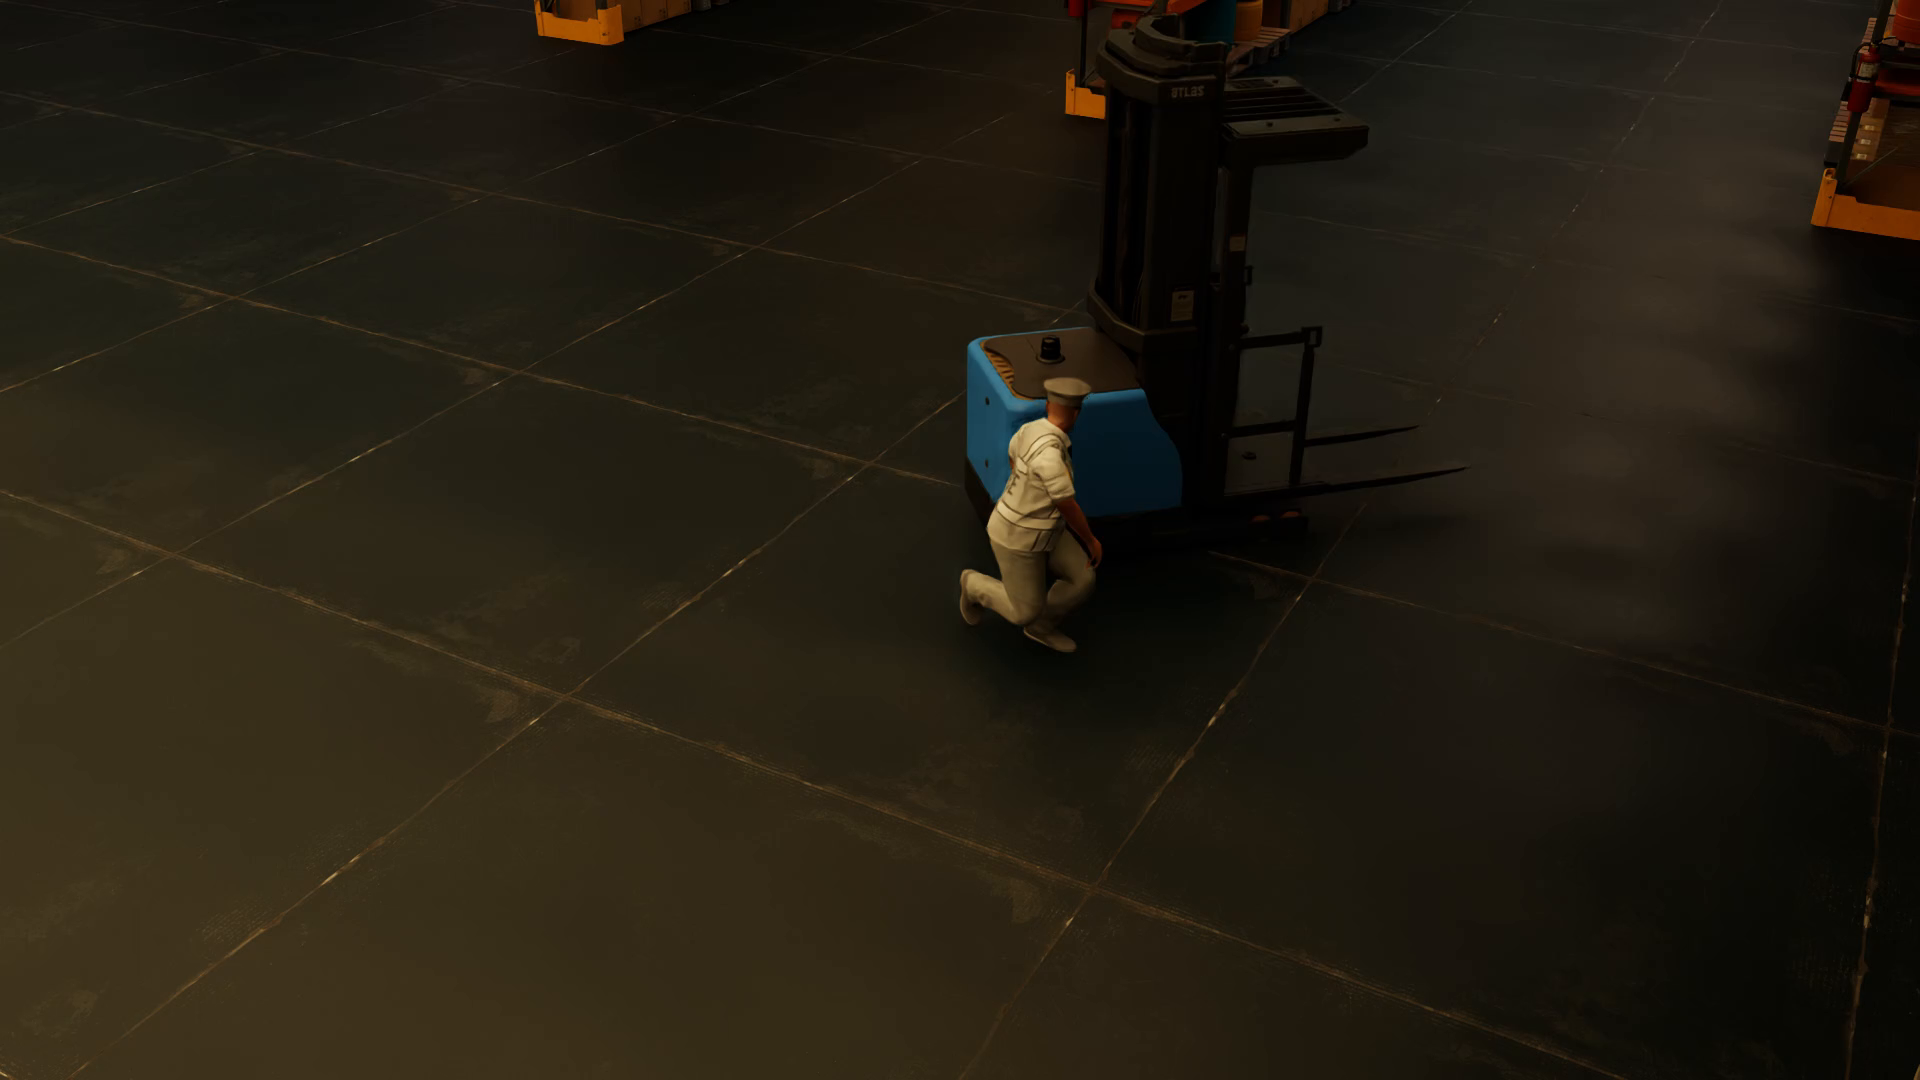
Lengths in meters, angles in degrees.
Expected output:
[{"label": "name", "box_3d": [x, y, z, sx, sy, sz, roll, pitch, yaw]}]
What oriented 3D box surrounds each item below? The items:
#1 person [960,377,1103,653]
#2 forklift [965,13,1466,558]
[{"label": "person", "box_3d": [0.399, -0.127, 8.747, 0.830, 1.531, 0.654, 11, 32, 19]}, {"label": "forklift", "box_3d": [1.603, -1.502, 9.672, 3.031, 2.935, 1.130, -7, 31, -12]}]
